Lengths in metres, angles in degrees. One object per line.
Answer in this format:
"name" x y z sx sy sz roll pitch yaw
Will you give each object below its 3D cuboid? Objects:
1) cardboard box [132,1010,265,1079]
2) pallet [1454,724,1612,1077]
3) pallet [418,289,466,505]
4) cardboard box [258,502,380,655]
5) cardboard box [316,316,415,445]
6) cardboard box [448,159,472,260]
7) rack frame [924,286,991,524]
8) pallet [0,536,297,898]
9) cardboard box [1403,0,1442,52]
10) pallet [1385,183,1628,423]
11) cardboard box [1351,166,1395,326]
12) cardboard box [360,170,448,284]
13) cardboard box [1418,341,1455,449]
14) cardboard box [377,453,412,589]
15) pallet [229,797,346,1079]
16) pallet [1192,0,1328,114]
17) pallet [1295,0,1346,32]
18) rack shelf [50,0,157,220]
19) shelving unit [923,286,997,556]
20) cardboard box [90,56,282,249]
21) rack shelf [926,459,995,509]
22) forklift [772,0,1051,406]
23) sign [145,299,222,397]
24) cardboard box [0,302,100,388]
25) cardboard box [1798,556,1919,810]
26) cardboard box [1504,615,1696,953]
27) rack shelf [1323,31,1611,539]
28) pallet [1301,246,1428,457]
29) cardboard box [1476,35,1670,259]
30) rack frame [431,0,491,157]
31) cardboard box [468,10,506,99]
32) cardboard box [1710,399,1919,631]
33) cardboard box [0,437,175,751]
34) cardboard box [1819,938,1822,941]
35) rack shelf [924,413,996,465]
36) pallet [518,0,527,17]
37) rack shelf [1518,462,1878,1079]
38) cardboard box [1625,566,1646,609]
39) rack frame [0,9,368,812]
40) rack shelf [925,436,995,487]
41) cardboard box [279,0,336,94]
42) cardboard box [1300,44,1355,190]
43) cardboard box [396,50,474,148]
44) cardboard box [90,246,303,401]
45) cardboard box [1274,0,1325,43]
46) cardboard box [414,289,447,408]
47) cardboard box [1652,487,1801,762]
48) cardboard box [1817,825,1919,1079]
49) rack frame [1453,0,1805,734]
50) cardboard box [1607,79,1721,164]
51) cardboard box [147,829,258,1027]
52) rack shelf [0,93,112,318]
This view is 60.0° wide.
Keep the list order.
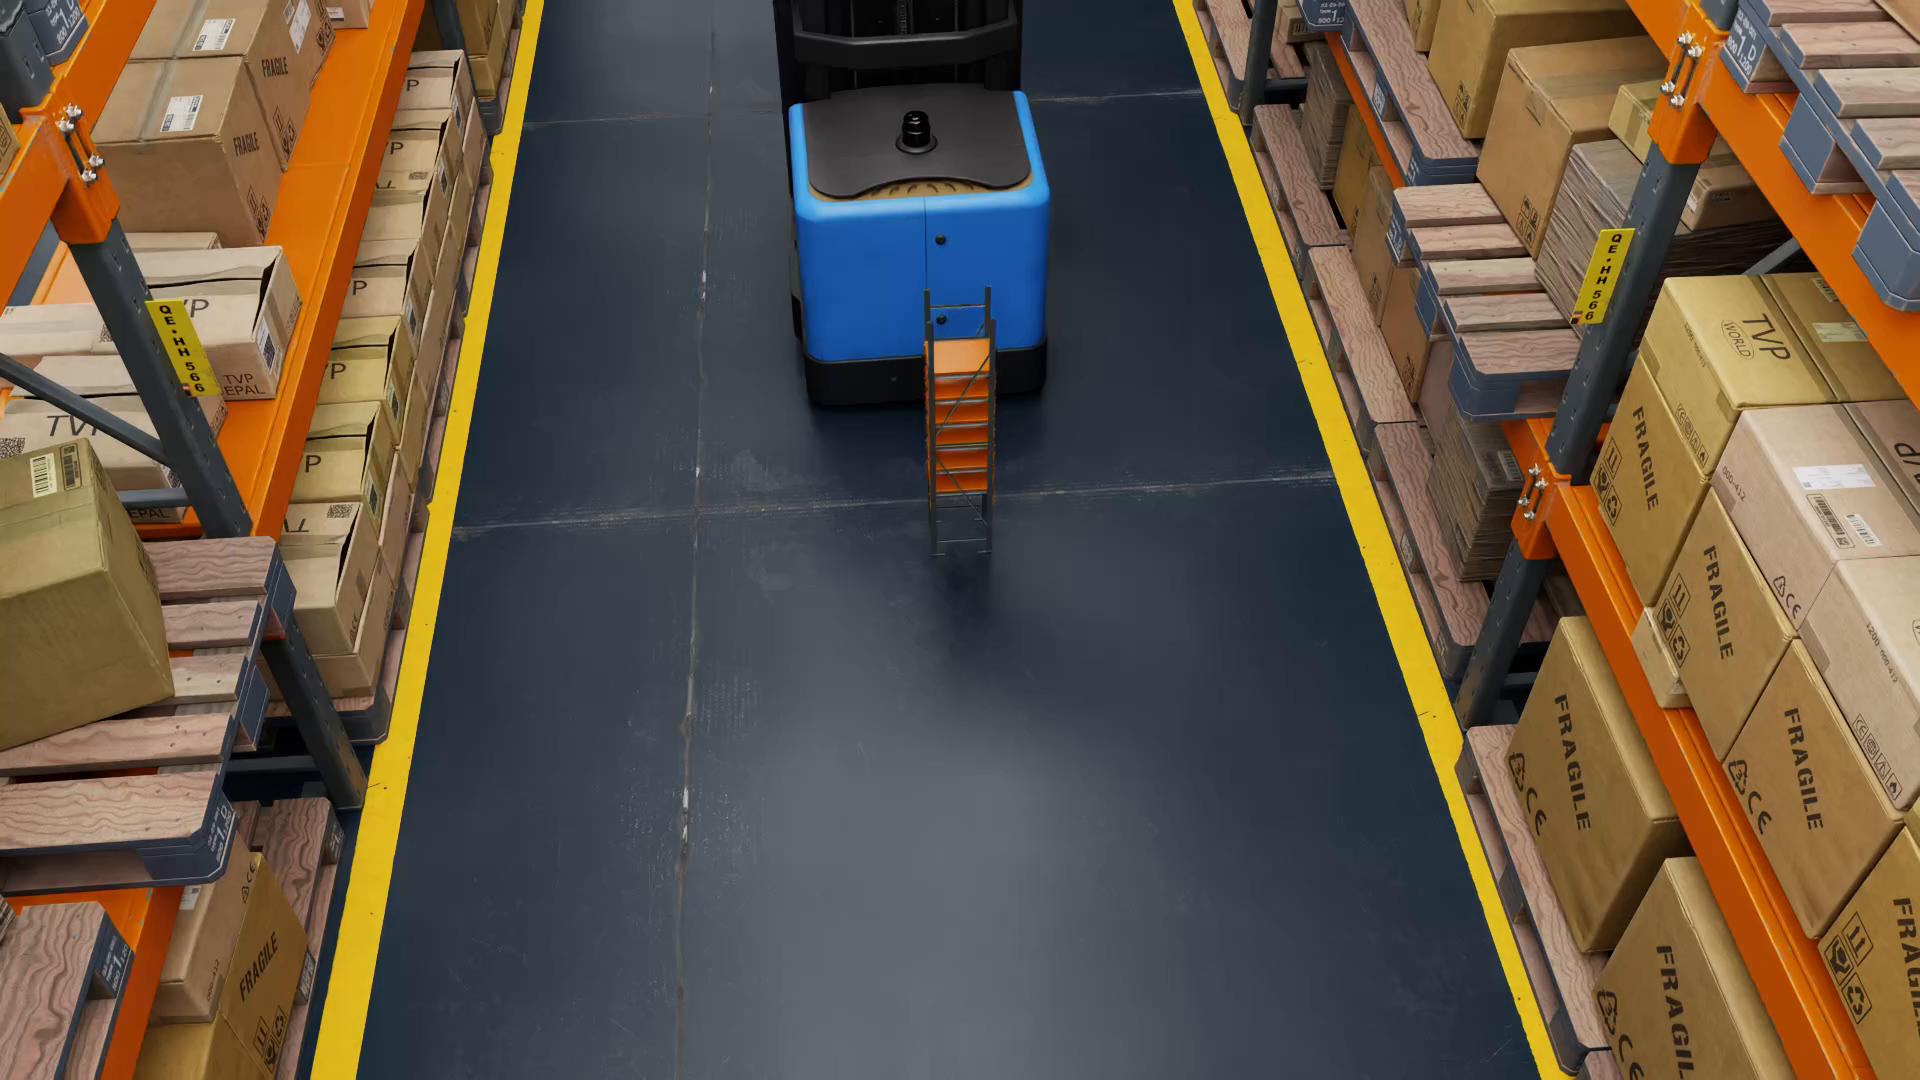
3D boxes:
"cardboard box" -2.250 1.649 4.541 0.500 0.500 0.500 -5 47 -5
"pallet" 2.322 1.134 5.531 1.003 0.211 1.213 -3 47 -3
"pallet" -2.734 -0.616 7.188 1.003 0.211 1.213 -3 47 -3
"cardboard box" -2.357 0.115 5.793 0.500 0.311 0.500 -2 47 -2
"cardboard box" -2.449 -0.633 6.502 0.500 0.311 0.500 -5 47 -4
"cardboard box" -2.576 -1.541 7.748 0.500 0.250 0.500 -4 47 -4
"rack frame" -0.009 -0.489 6.387 0.240 1.200 0.006 -3 47 -3
"pallet" -2.479 0.456 4.384 1.213 0.211 1.003 -3 47 -3
"cardboard box" 2.130 -2.230 6.424 0.700 0.500 0.500 2 47 2
"pallet" 2.165 -0.843 5.615 1.213 0.211 1.003 -3 47 -3
"cardboard box" 2.170 -1.312 7.345 0.700 0.500 0.500 -3 47 -3
"cardboard box" -2.531 -1.369 7.199 0.500 0.311 0.500 -4 47 -3
"cardboard box" 2.291 -0.589 6.661 0.700 0.500 0.500 -4 47 -3
"cardboard box" -2.399 -0.055 6.341 0.500 0.250 0.500 -5 47 -4
"pallet" -2.581 1.405 5.274 1.003 0.211 1.213 -3 47 -3
"pallet" 1.904 -2.819 9.274 1.003 0.211 1.213 -3 47 -3
"pallet" 1.915 -2.666 7.341 1.003 0.211 1.213 -3 47 -3
"rack shelf" -2.773 -2.327 5.318 1.077 0.370 4.000 -3 47 -3
"shelving unit" -0.001 -0.423 6.324 0.258 1.200 0.189 -3 47 -3
"cardboard box" -2.762 -1.343 5.888 0.500 0.500 0.500 -6 47 -5
"rack shelf" -0.001 -0.227 6.531 0.258 0.103 0.180 -3 47 -3
"forklift" -0.296 -2.666 7.256 1.130 2.935 3.031 -4 47 -4
"sign" -2.065 -0.507 4.421 0.100 0.325 0.005 -3 47 -3
"cardboard box" -2.956 -0.644 5.467 0.380 0.149 0.250 -3 47 -3
"cardboard box" 2.203 0.293 3.602 0.500 0.250 0.500 -3 47 -3
"cardboard box" 2.261 0.735 5.179 0.750 0.750 0.750 -4 47 -4
"rack shelf" 2.163 -1.600 6.694 1.077 0.370 4.000 -3 47 -3
"pallet" 2.168 -0.887 7.445 1.003 0.211 1.213 -3 47 -3
"cardboard box" 2.208 -1.328 5.570 0.700 0.500 0.500 -7 47 -7
"rack frame" -2.940 -2.990 7.516 1.000 3.000 0.127 -3 47 -3
"cardboard box" -2.677 -2.543 8.697 0.500 0.250 0.500 -3 47 -3
"cardboard box" 2.158 -0.068 3.945 0.500 0.250 0.500 -4 47 -4
"cardboard box" -2.440 0.174 4.161 0.700 0.500 0.500 -18 49 -16
"cardboard box" 2.263 0.861 4.028 0.380 0.149 0.250 -3 47 -3
"rack shelf" -0.001 -0.392 6.357 0.258 0.103 0.180 -3 47 -3
"pallet" -3.070 -3.494 9.914 1.003 0.211 1.213 -3 47 -3
"rack shelf" 2.498 1.295 3.954 1.077 0.370 4.000 -3 47 -3
"cardboard box" 2.140 0.115 4.735 0.380 0.149 0.250 -3 47 -3
"rack frame" -2.605 -0.096 4.775 1.000 3.000 0.127 -3 47 -3
"rack shelf" -0.001 -0.310 6.444 0.258 0.103 0.180 -3 47 -3
"cardboard box" -2.848 -2.087 6.591 0.500 0.500 0.500 0 47 0
"cardboard box" 2.074 -2.054 8.048 0.700 0.500 0.500 -2 47 -2
"cardboard box" -2.621 -2.106 7.897 0.500 0.311 0.500 -3 47 -3
"cardboard box" -2.487 -0.724 5.431 0.500 0.311 0.500 -4 47 -4
"cardboard box" 1.921 -2.856 9.037 0.380 0.166 0.250 -9 47 -8
"cardboard box" -2.492 -0.802 7.048 0.500 0.250 0.500 -3 47 -2
"cardboard box" 2.151 0.203 4.204 0.500 0.500 0.500 -2 47 -2
"cardboard box" 2.243 0.938 3.508 0.500 0.500 0.500 -2 47 -2
"rack frame" 2.331 -0.400 5.063 1.000 3.000 0.127 -3 47 -3
"cardboard box" 2.230 -1.288 5.085 0.380 0.149 0.250 -11 47 -10
"cardboard box" -2.284 1.057 4.585 0.500 0.250 0.500 -2 47 -2
"rack shelf" -2.438 0.567 2.577 1.077 0.370 4.000 -3 47 -3
